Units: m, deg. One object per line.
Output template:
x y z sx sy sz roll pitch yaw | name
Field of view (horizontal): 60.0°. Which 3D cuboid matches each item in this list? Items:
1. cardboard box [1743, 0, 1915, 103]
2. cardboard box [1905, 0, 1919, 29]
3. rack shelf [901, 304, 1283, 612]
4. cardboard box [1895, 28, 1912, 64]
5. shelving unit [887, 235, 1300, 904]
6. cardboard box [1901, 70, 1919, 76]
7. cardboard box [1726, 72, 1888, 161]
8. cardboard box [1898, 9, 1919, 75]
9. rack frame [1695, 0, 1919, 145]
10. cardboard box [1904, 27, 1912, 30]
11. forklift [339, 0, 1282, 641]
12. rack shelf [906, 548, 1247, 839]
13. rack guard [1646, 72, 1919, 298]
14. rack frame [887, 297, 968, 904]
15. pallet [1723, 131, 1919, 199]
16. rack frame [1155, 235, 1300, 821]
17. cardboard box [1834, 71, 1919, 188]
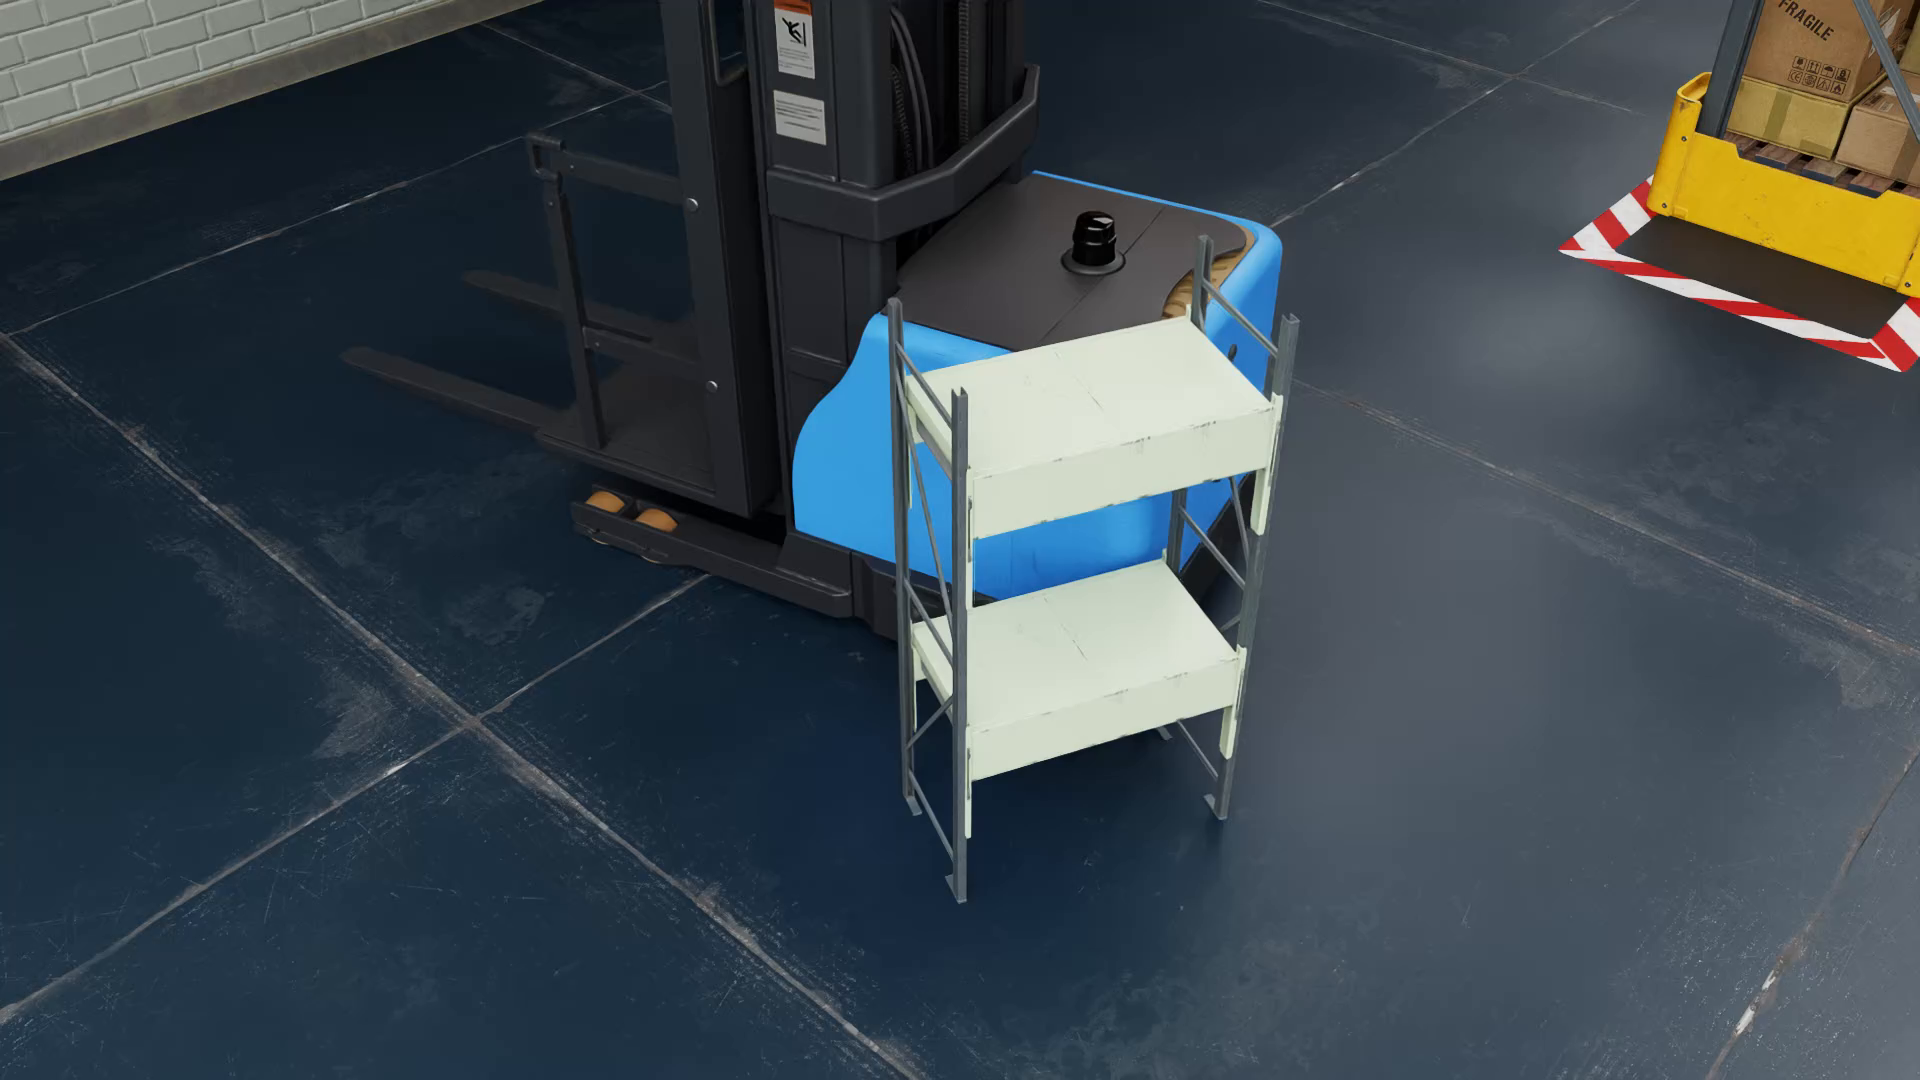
3.576 -2.177 6.846 0.500 0.500 0.500 30 47 32 | cardboard box
4.240 -2.642 7.432 0.500 0.500 0.500 30 47 32 | cardboard box
0.272 -0.194 3.662 0.720 0.370 0.431 -14 41 -17 | rack shelf
3.906 -2.117 7.374 0.500 0.250 0.500 30 47 32 | cardboard box
0.272 0.112 3.904 0.755 1.500 0.431 -14 41 -17 | shelving unit
4.295 -1.896 7.096 0.500 0.250 0.500 30 47 32 | cardboard box
3.578 -1.882 7.079 0.500 0.250 0.500 30 47 32 | cardboard box
4.296 -2.189 6.862 0.500 0.500 0.500 30 47 32 | cardboard box
3.434 -2.424 5.888 1.000 3.000 0.127 30 47 32 | rack frame
4.242 -2.347 7.664 0.500 0.250 0.500 30 47 32 | cardboard box
-0.634 -1.346 4.588 3.031 2.935 1.130 18 42 22 | forklift
0.272 0.367 4.107 0.720 0.370 0.431 -14 41 -17 | rack shelf
3.418 -1.434 6.652 1.175 0.500 0.348 30 47 32 | rack guard
-0.068 0.196 3.798 0.023 1.500 0.400 -14 41 -17 | rack frame
3.919 -1.701 7.220 1.003 0.211 1.213 30 47 32 | pallet
0.612 0.027 4.011 0.023 1.500 0.400 -14 41 -17 | rack frame
3.960 -1.665 6.805 0.500 0.250 0.500 30 47 32 | cardboard box
